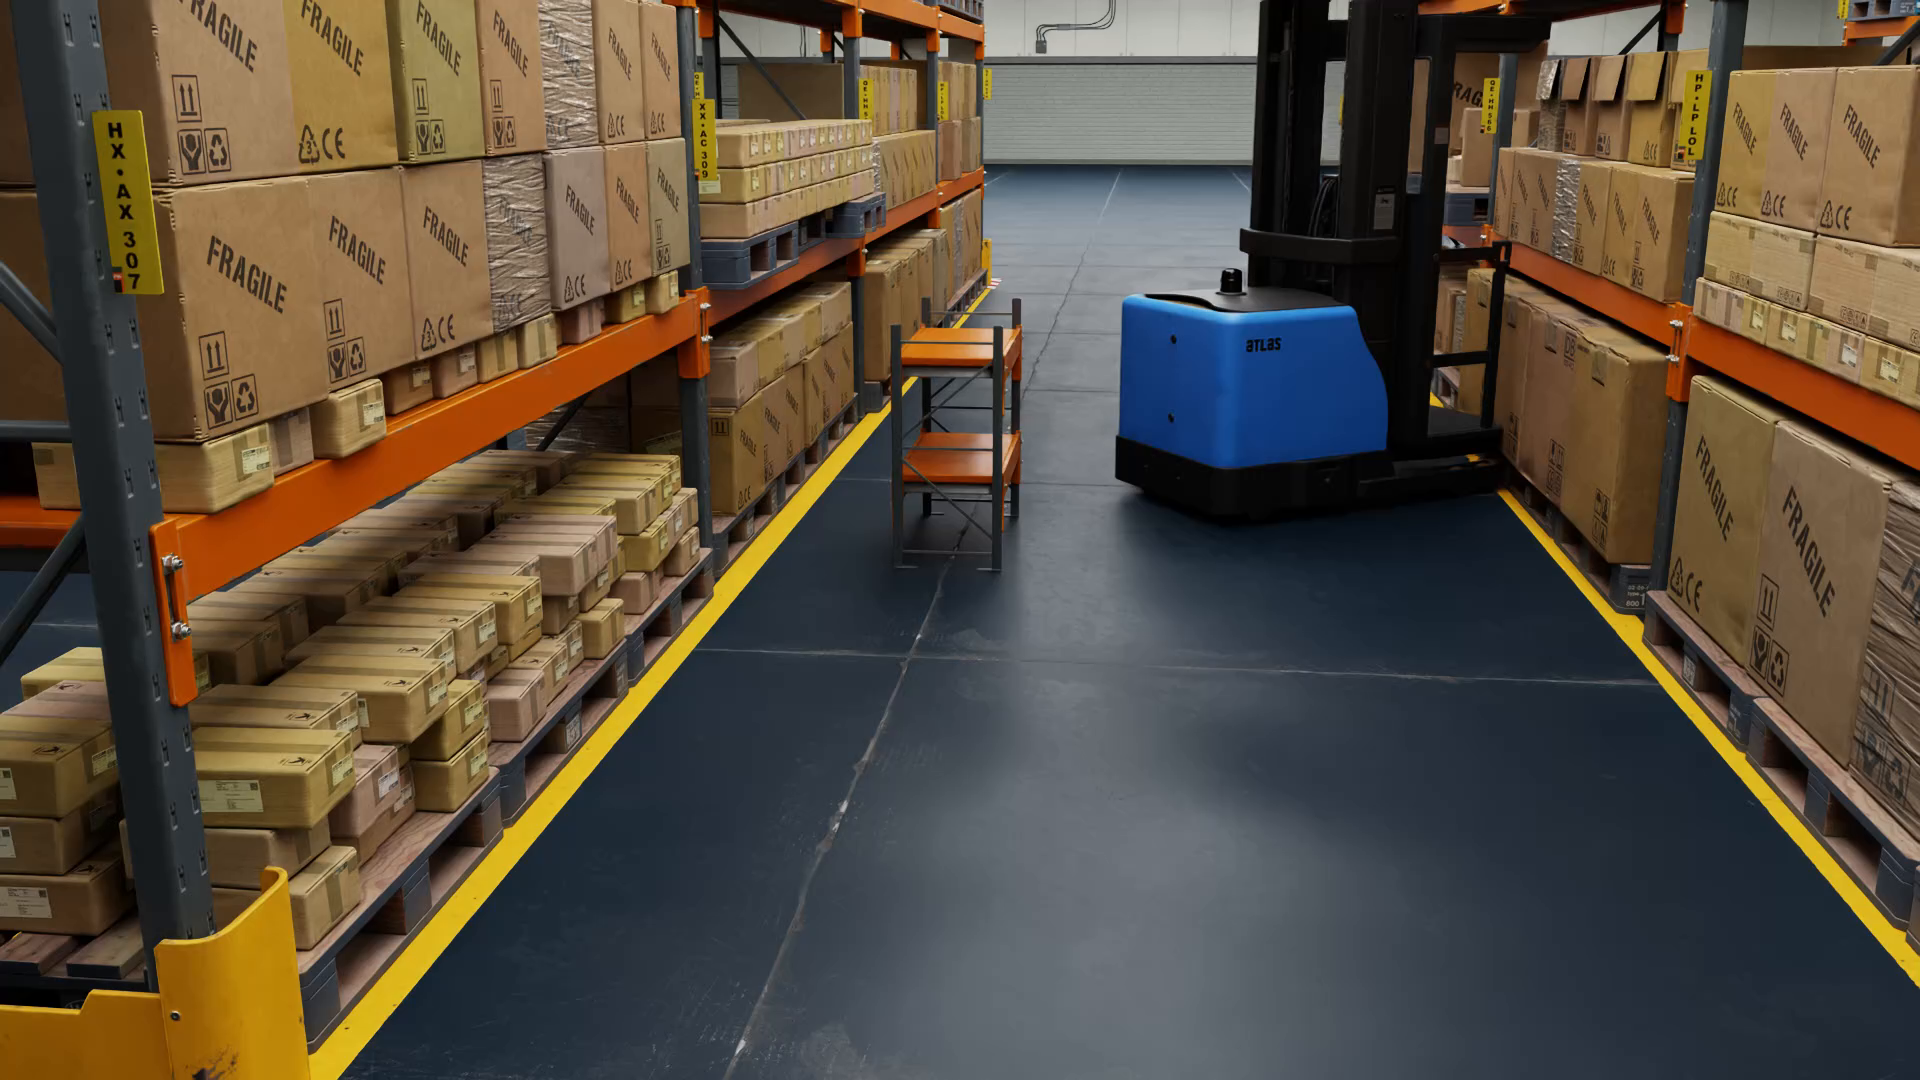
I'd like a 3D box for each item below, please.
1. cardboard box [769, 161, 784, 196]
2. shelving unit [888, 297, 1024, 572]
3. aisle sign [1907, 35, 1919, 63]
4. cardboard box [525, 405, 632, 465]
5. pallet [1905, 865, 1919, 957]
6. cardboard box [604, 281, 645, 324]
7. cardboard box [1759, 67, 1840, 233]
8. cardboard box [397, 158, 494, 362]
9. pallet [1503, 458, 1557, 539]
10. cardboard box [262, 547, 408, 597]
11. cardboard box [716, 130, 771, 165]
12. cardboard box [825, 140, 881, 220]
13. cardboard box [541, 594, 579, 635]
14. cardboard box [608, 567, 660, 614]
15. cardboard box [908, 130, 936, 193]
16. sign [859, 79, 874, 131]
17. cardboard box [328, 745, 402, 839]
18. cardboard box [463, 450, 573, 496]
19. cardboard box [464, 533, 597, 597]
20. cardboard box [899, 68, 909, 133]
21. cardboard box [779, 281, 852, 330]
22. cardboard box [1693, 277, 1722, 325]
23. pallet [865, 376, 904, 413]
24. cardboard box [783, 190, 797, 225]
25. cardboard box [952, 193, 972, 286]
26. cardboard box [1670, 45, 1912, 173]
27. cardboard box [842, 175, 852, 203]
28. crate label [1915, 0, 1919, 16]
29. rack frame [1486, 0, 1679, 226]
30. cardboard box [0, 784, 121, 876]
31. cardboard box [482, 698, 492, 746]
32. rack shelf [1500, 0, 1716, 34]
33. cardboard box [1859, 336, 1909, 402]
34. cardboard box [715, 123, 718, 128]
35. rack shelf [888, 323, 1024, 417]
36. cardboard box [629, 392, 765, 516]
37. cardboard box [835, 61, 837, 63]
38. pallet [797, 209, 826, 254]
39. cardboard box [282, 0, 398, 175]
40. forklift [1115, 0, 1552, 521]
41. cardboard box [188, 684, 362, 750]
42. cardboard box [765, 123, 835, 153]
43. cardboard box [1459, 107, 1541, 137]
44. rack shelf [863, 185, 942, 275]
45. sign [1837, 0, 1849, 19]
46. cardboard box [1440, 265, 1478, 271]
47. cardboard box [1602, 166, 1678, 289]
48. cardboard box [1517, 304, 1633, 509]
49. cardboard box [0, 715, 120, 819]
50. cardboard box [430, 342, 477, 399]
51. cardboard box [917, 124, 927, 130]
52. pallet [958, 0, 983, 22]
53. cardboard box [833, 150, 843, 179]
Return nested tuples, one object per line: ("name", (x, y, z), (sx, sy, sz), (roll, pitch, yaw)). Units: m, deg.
("cardboard box", (-1.038, -1.692, 7.780), (0.380, 0.149, 0.250), (2, 15, 8))
("shelving unit", (-0.001, -0.541, 8.009), (0.538, 1.125, 1.048), (2, 15, 6))
("aisle sign", (9.900, -5.303, 17.047), (0.394, 0.787, 0.004), (2, 15, 6))
("cardboard box", (-1.762, -0.439, 8.025), (0.500, 0.500, 0.500), (1, 15, 5))
("pallet", (2.883, 1.102, 3.682), (1.003, 0.211, 1.213), (2, 15, 6))
("cardboard box", (-1.405, -0.904, 6.241), (0.380, 0.149, 0.250), (2, 15, 8))
("cardboard box", (2.950, -1.261, 5.359), (0.500, 0.500, 0.500), (2, 15, 6))
("cardboard box", (-1.619, -0.773, 4.513), (0.500, 0.500, 0.500), (2, 15, 7))
("pallet", (3.469, -0.245, 8.665), (1.003, 0.211, 1.213), (2, 15, 6))
("cardboard box", (-2.042, 0.130, 5.452), (0.380, 0.149, 0.250), (2, 15, 7))
("cardboard box", (-1.069, -1.774, 7.512), (0.380, 0.149, 0.250), (2, 15, 8))
("cardboard box", (-0.825, -2.438, 11.241), (0.500, 0.500, 0.500), (2, 15, 7))
("cardboard box", (-1.531, 0.215, 5.707), (0.380, 0.149, 0.250), (1, 15, 4))
("cardboard box", (-1.379, 0.177, 6.420), (0.380, 0.149, 0.250), (1, 15, 4))
("cardboard box", (-0.486, -3.224, 14.147), (0.500, 0.500, 0.500), (2, 15, 6))
("sign", (-0.604, -2.789, 10.662), (0.100, 0.325, 0.005), (2, 15, 6))
("cardboard box", (-1.646, 0.626, 4.189), (0.380, 0.149, 0.250), (2, 15, 6))
("cardboard box", (-1.840, -0.274, 6.948), (0.380, 0.149, 0.250), (2, 15, 9))
("cardboard box", (-1.451, 0.083, 5.627), (0.380, 0.149, 0.250), (1, 15, 4))
("cardboard box", (-0.799, -3.587, 13.576), (0.700, 0.500, 0.500), (1, 15, 5))
("cardboard box", (-0.961, -1.454, 10.342), (0.500, 0.250, 0.500), (1, 15, 5))
("cardboard box", (2.958, -0.884, 6.164), (0.380, 0.149, 0.250), (2, 15, 6))
("pallet", (-0.980, -1.138, 11.965), (1.003, 0.211, 1.213), (2, 15, 6))
("cardboard box", (-1.007, -1.616, 8.069), (0.380, 0.149, 0.250), (2, 15, 7))
("cardboard box", (-0.349, -3.127, 17.247), (0.875, 0.875, 0.875), (1, 15, 5))
("cardboard box", (3.385, -1.770, 6.849), (0.797, 0.503, 0.637), (1, 15, 5))
("cardboard box", (-0.833, -2.026, 9.584), (0.380, 0.149, 0.250), (1, 15, 6))
("crate label", (9.057, -4.939, 15.218), (0.502, 0.251, 0.408), (2, 15, 6))
("rack frame", (3.773, -2.109, 10.216), (1.000, 3.000, 0.127), (2, 15, 6))
("cardboard box", (-2.271, 0.678, 3.995), (0.380, 0.149, 0.250), (1, 15, 5))
("cardboard box", (-1.628, 0.573, 4.952), (0.380, 0.149, 0.250), (2, 15, 6))
("rack shelf", (3.547, -2.691, 8.000), (1.077, 0.370, 4.000), (2, 15, 6))
("cardboard box", (2.783, -0.479, 4.669), (0.380, 0.149, 0.250), (1, 15, 5))
("cardboard box", (-1.535, -2.195, 9.070), (0.380, 0.149, 0.250), (2, 15, 8))
("rack shelf", (-0.001, -0.824, 7.932), (0.538, 0.278, 1.000), (2, 15, 6))
("cardboard box", (-1.249, -0.424, 7.968), (0.500, 0.500, 0.500), (2, 15, 8))
("cardboard box", (-0.670, -4.153, 15.419), (0.875, 0.550, 0.550), (2, 15, 6))
("pallet", (-1.327, -1.674, 8.975), (1.003, 0.211, 1.213), (2, 15, 6))
("cardboard box", (-1.682, -1.121, 3.884), (0.500, 0.500, 0.500), (2, 15, 8))
("forklift", (2.402, -1.762, 9.064), (3.031, 2.935, 1.130), (-8, 17, -26))
("cardboard box", (-1.739, 0.479, 4.162), (0.380, 0.149, 0.250), (2, 15, 7))
("cardboard box", (-0.892, -2.174, 8.993), (0.380, 0.149, 0.250), (2, 15, 9))
("cardboard box", (4.120, -2.947, 12.311), (0.797, 0.503, 0.637), (3, 15, 12))
("rack shelf", (-0.918, -2.453, 12.865), (1.077, 0.370, 4.000), (2, 15, 6))
("sign", (9.051, -5.508, 17.021), (0.100, 0.325, 0.005), (2, 15, 6))
("cardboard box", (4.133, -1.994, 13.735), (0.700, 0.500, 0.500), (1, 15, 2))
("cardboard box", (3.166, -1.377, 7.318), (0.500, 0.500, 0.500), (2, 15, 8))
("cardboard box", (3.474, -0.647, 8.075), (1.225, 0.875, 0.875), (1, 15, 4))
("cardboard box", (-2.239, 0.535, 3.955), (0.380, 0.149, 0.250), (2, 15, 7))
("cardboard box", (-1.609, -0.499, 4.743), (0.380, 0.149, 0.250), (1, 15, 5))
("cardboard box", (-0.663, -3.487, 15.025), (0.875, 0.550, 0.550), (2, 15, 6))
("pallet", (-0.315, -5.569, 17.434), (1.003, 0.211, 1.213), (2, 15, 6))
("cardboard box", (-0.862, -2.098, 9.281), (0.380, 0.149, 0.250), (2, 15, 6))
